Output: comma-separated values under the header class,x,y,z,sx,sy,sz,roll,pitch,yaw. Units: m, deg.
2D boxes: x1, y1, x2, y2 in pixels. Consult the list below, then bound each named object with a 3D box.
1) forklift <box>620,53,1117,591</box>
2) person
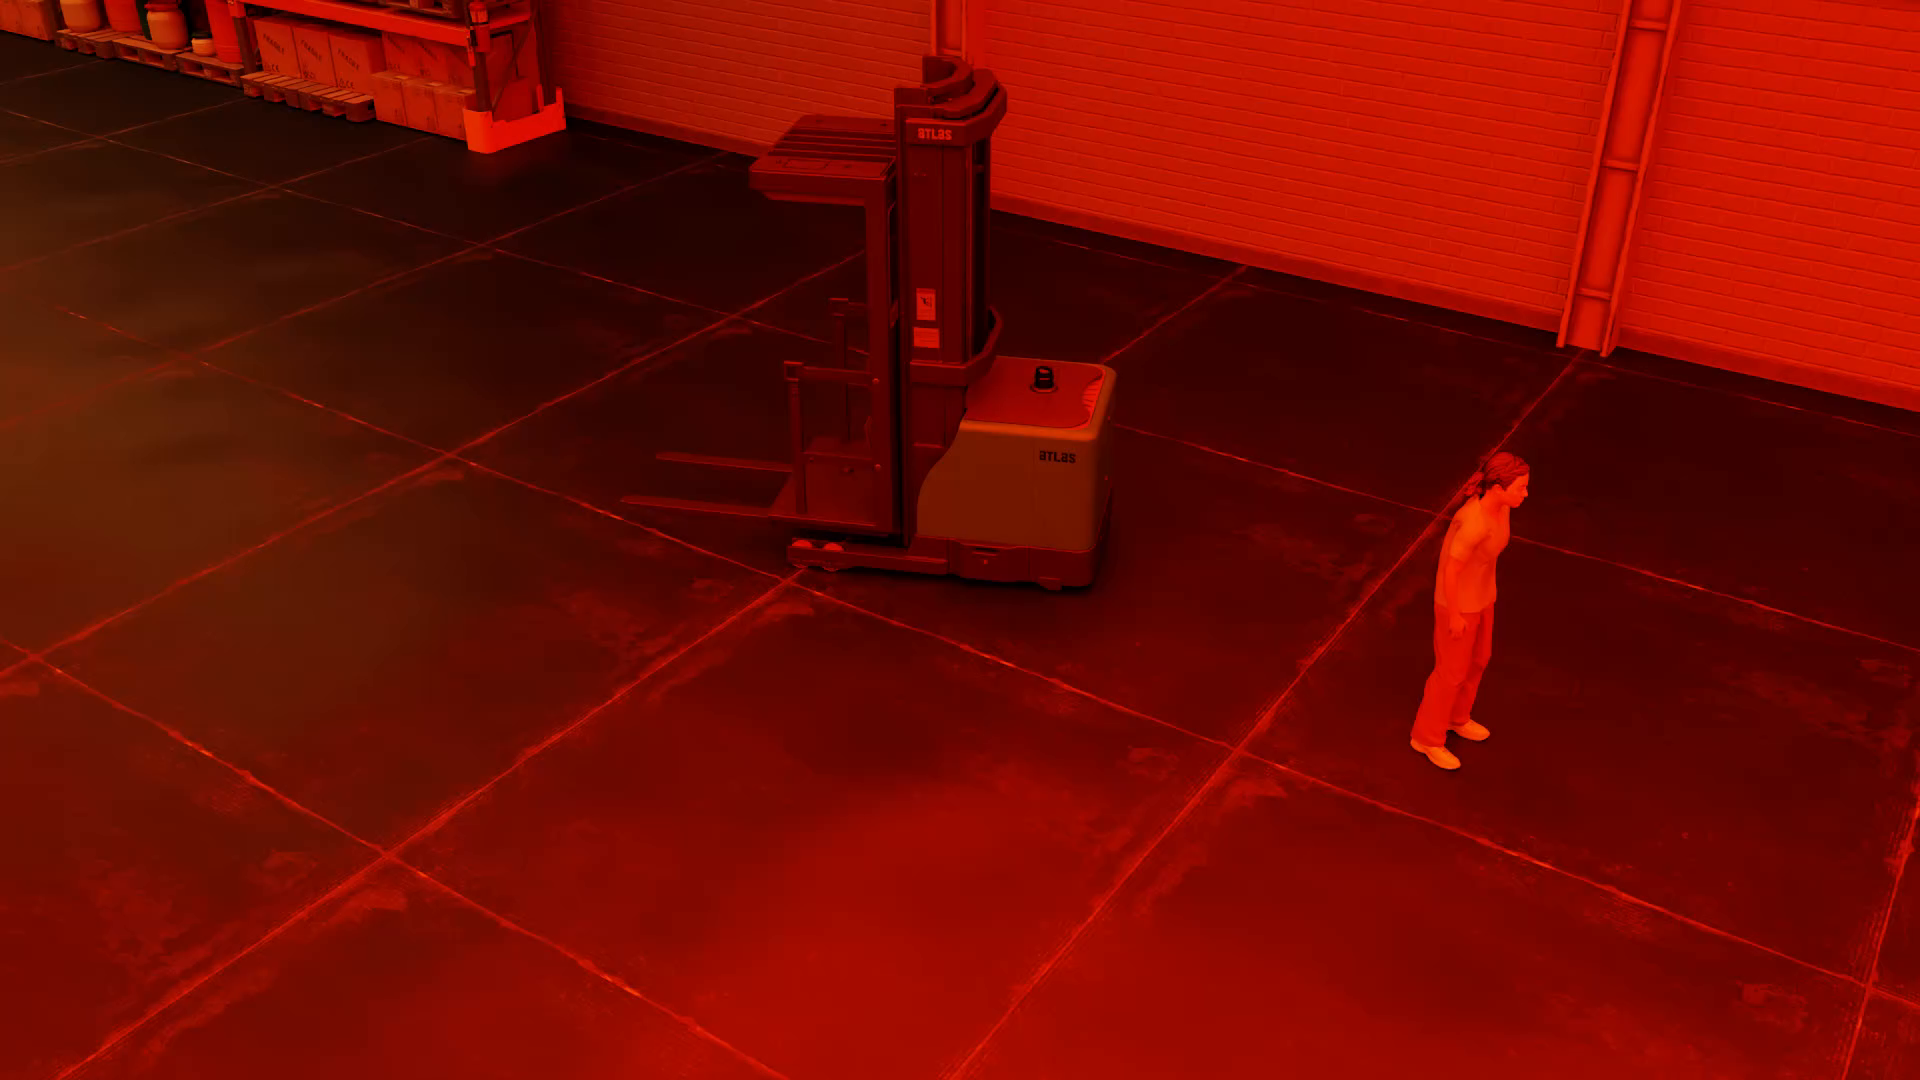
class,x,y,z,sx,sy,sz,roll,pitch,yaw
forklift,-0.596,-1.330,9.871,3.031,2.935,1.130,6,31,10
person,2.549,0.317,8.289,0.356,1.673,0.519,22,36,32
